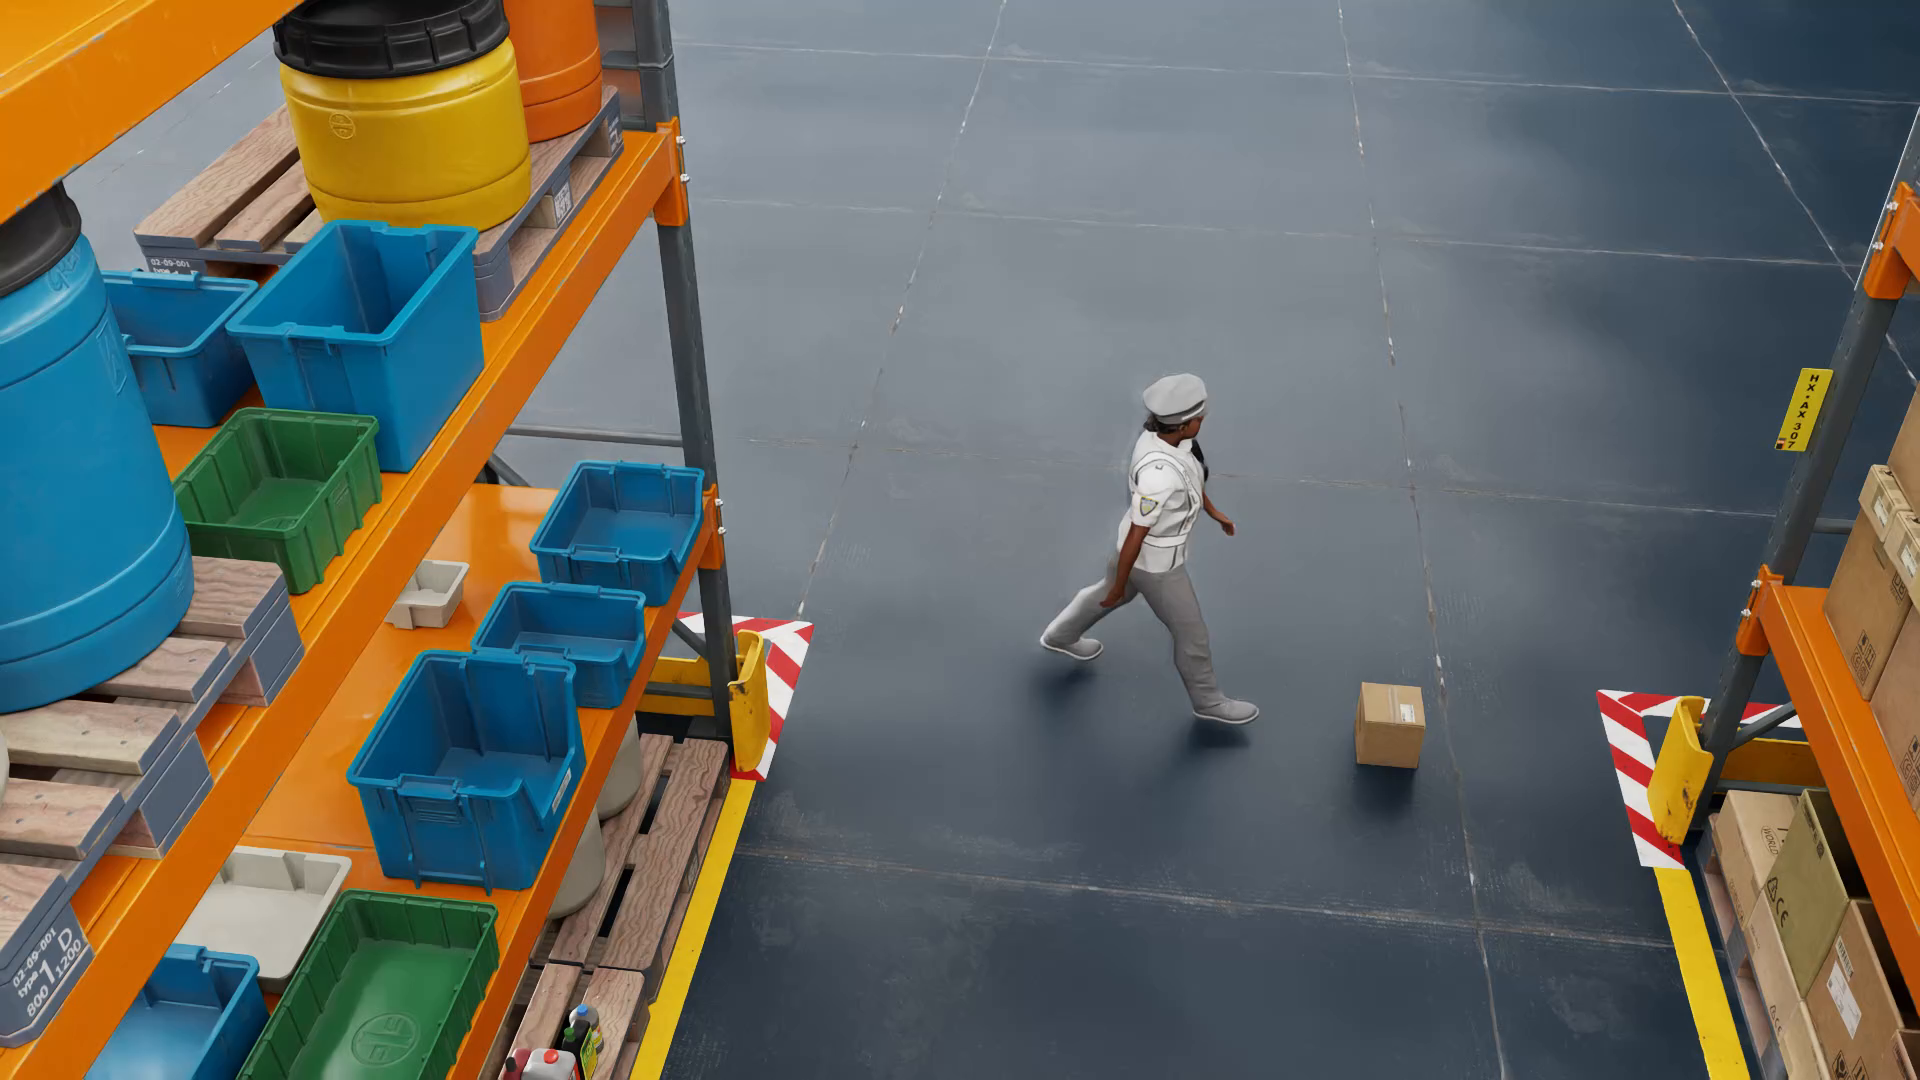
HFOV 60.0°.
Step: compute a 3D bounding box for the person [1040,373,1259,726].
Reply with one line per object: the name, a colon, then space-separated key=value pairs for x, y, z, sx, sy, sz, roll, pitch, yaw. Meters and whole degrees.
person: x=0.842 y=0.020 z=6.998 sx=1.003 sy=1.629 sz=0.567 roll=7 pitch=37 yaw=9
